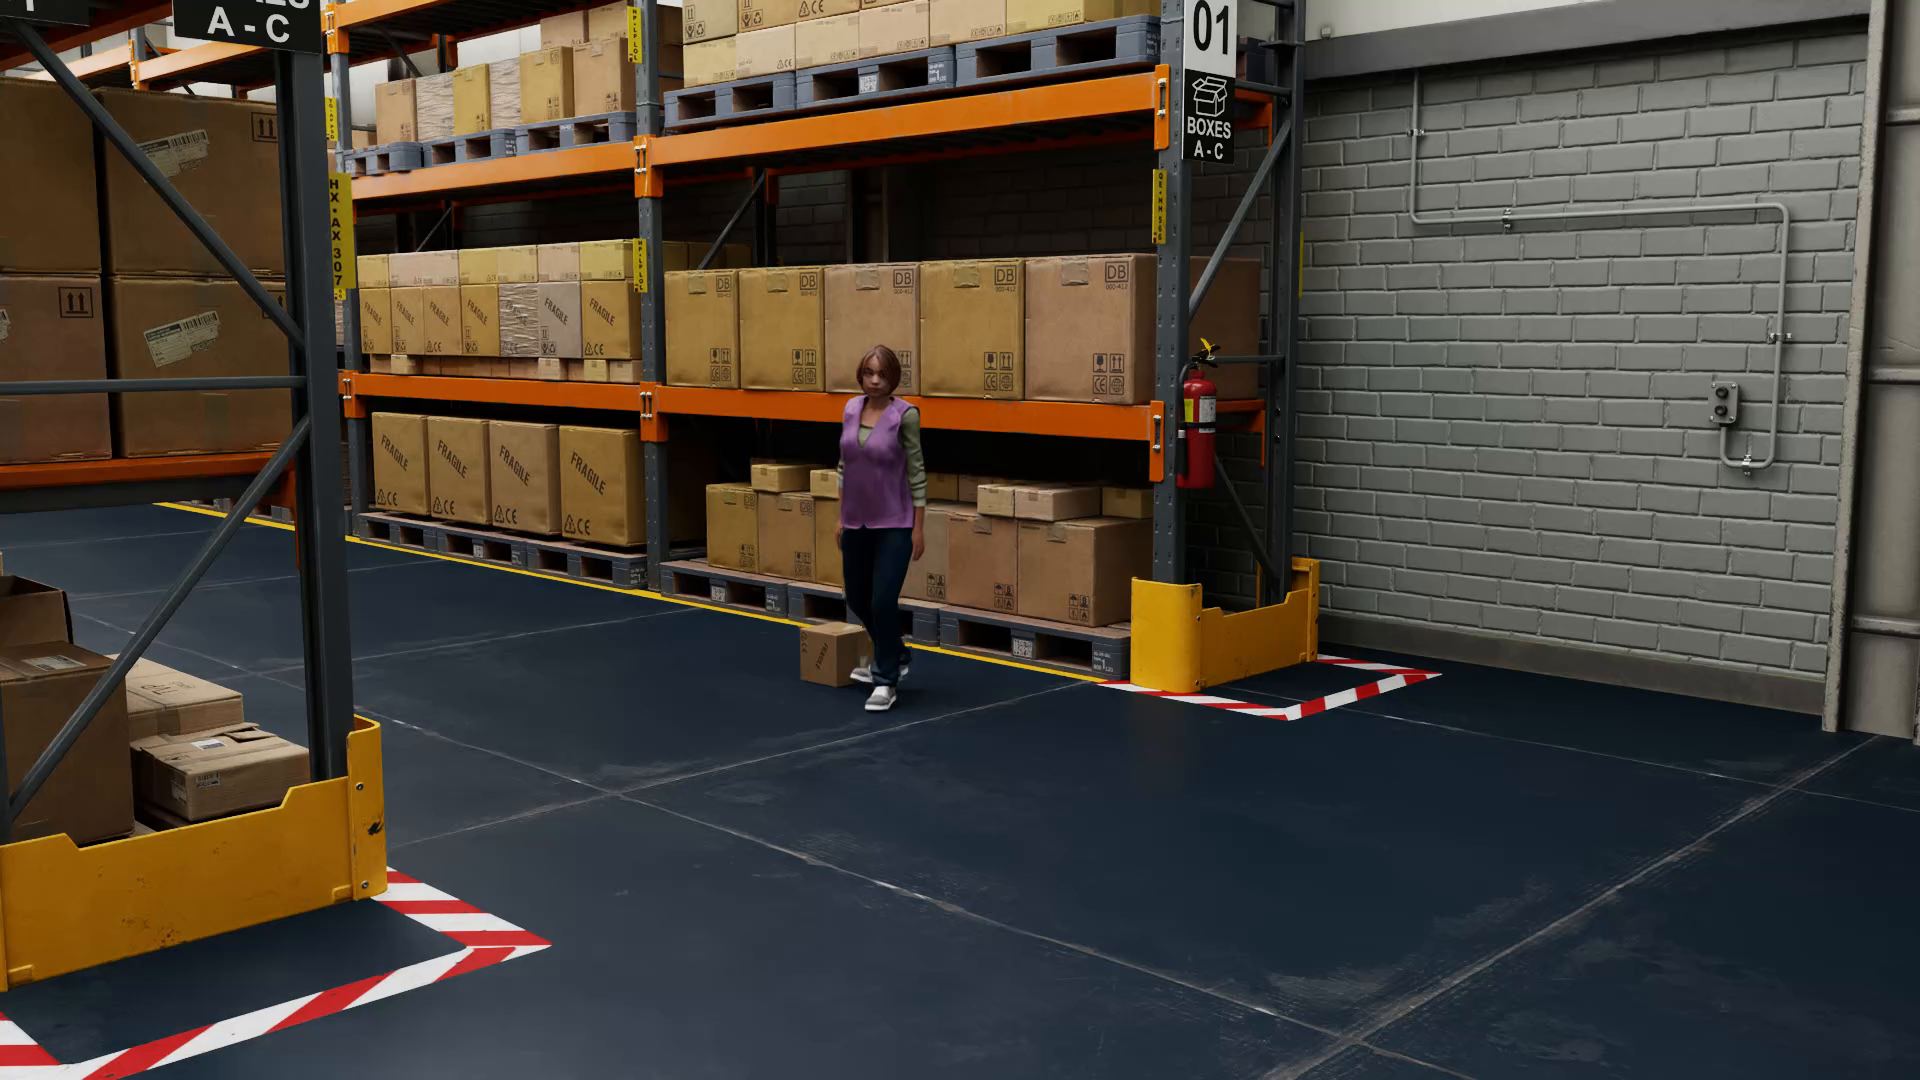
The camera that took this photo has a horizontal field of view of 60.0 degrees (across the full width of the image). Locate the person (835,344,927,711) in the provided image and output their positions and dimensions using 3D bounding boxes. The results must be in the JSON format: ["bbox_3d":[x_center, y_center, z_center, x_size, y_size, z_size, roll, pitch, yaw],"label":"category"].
[{"bbox_3d":[-0.329,-0.064,7.317,0.470,1.586,0.508,4,8,28],"label":"person"}]
